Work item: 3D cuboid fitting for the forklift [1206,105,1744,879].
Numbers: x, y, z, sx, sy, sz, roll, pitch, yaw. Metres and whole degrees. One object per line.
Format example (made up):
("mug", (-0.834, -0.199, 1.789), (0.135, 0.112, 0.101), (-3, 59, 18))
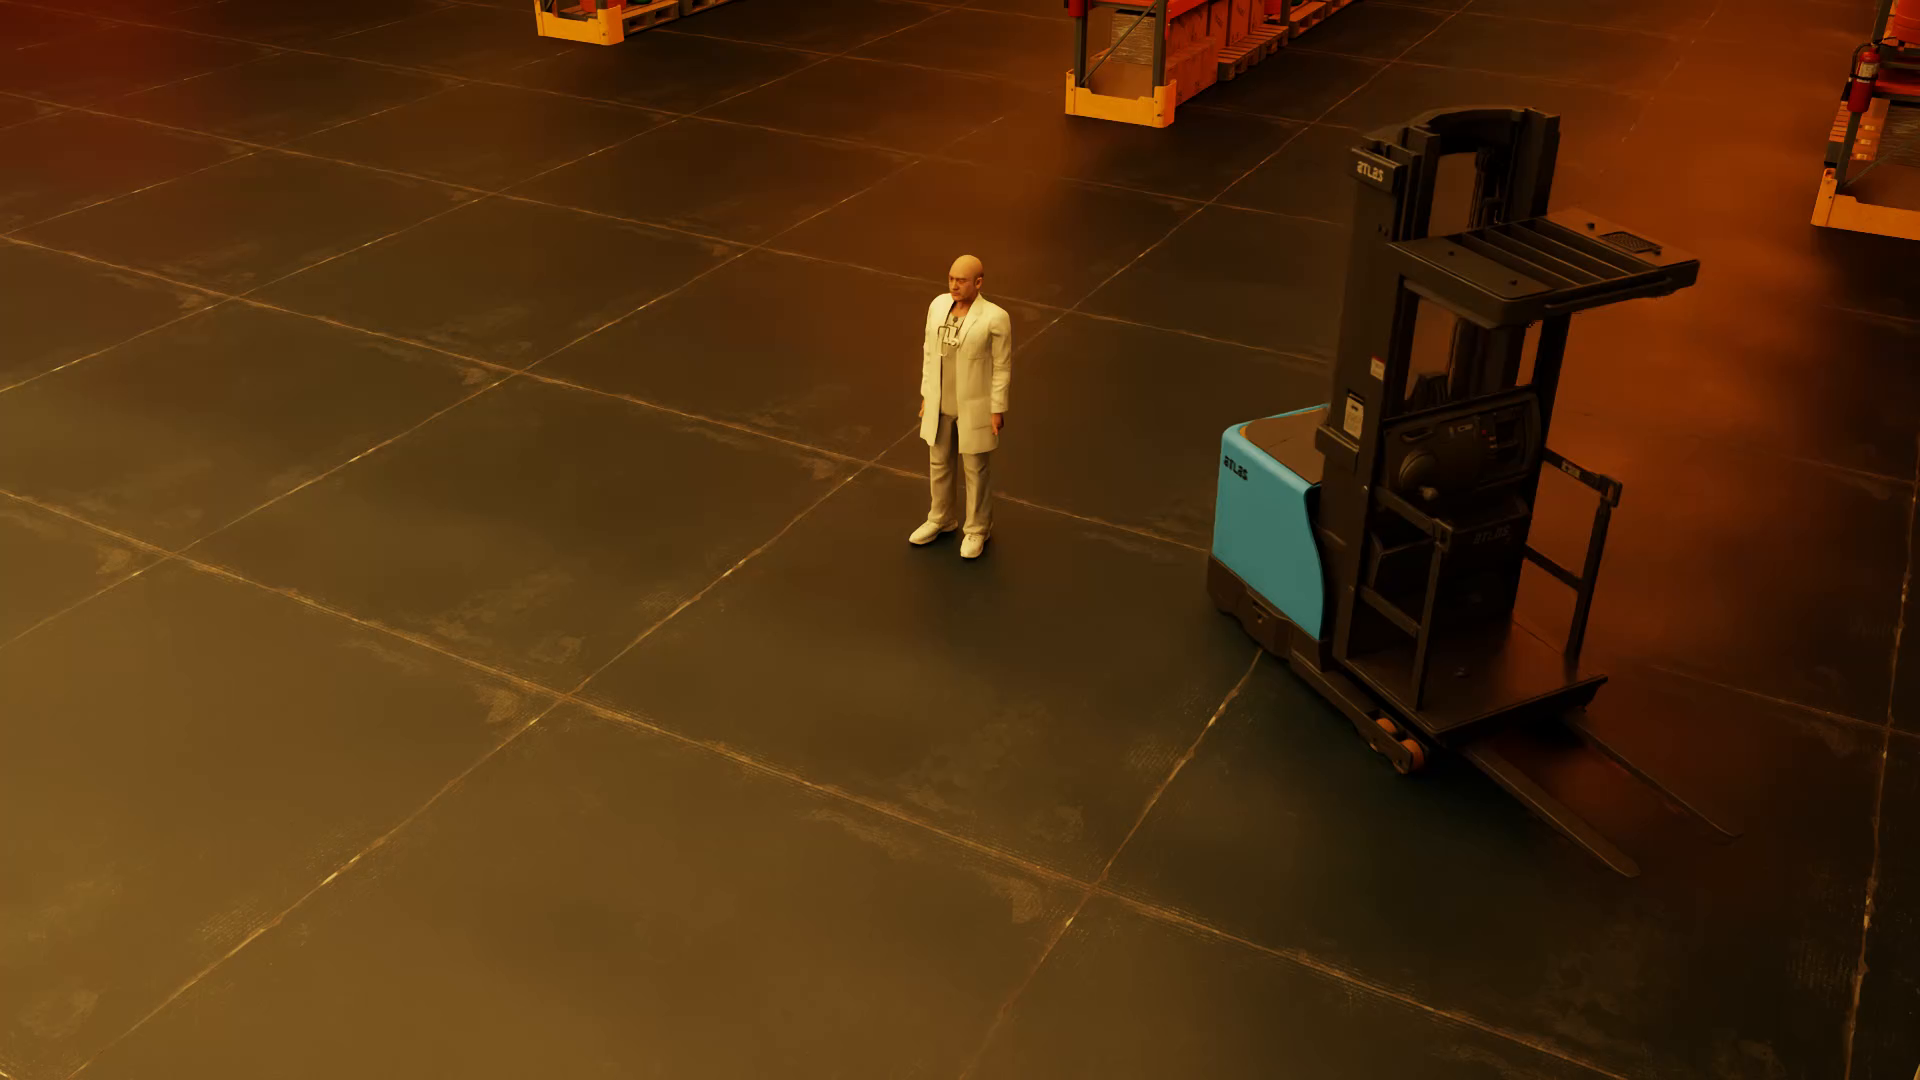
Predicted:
("forklift", (2.487, -0.391, 7.748), (1.130, 2.935, 3.031), (-14, 33, -22))

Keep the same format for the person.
("person", (0.000, -0.760, 9.538), (0.551, 1.782, 0.389), (15, 33, 25))
